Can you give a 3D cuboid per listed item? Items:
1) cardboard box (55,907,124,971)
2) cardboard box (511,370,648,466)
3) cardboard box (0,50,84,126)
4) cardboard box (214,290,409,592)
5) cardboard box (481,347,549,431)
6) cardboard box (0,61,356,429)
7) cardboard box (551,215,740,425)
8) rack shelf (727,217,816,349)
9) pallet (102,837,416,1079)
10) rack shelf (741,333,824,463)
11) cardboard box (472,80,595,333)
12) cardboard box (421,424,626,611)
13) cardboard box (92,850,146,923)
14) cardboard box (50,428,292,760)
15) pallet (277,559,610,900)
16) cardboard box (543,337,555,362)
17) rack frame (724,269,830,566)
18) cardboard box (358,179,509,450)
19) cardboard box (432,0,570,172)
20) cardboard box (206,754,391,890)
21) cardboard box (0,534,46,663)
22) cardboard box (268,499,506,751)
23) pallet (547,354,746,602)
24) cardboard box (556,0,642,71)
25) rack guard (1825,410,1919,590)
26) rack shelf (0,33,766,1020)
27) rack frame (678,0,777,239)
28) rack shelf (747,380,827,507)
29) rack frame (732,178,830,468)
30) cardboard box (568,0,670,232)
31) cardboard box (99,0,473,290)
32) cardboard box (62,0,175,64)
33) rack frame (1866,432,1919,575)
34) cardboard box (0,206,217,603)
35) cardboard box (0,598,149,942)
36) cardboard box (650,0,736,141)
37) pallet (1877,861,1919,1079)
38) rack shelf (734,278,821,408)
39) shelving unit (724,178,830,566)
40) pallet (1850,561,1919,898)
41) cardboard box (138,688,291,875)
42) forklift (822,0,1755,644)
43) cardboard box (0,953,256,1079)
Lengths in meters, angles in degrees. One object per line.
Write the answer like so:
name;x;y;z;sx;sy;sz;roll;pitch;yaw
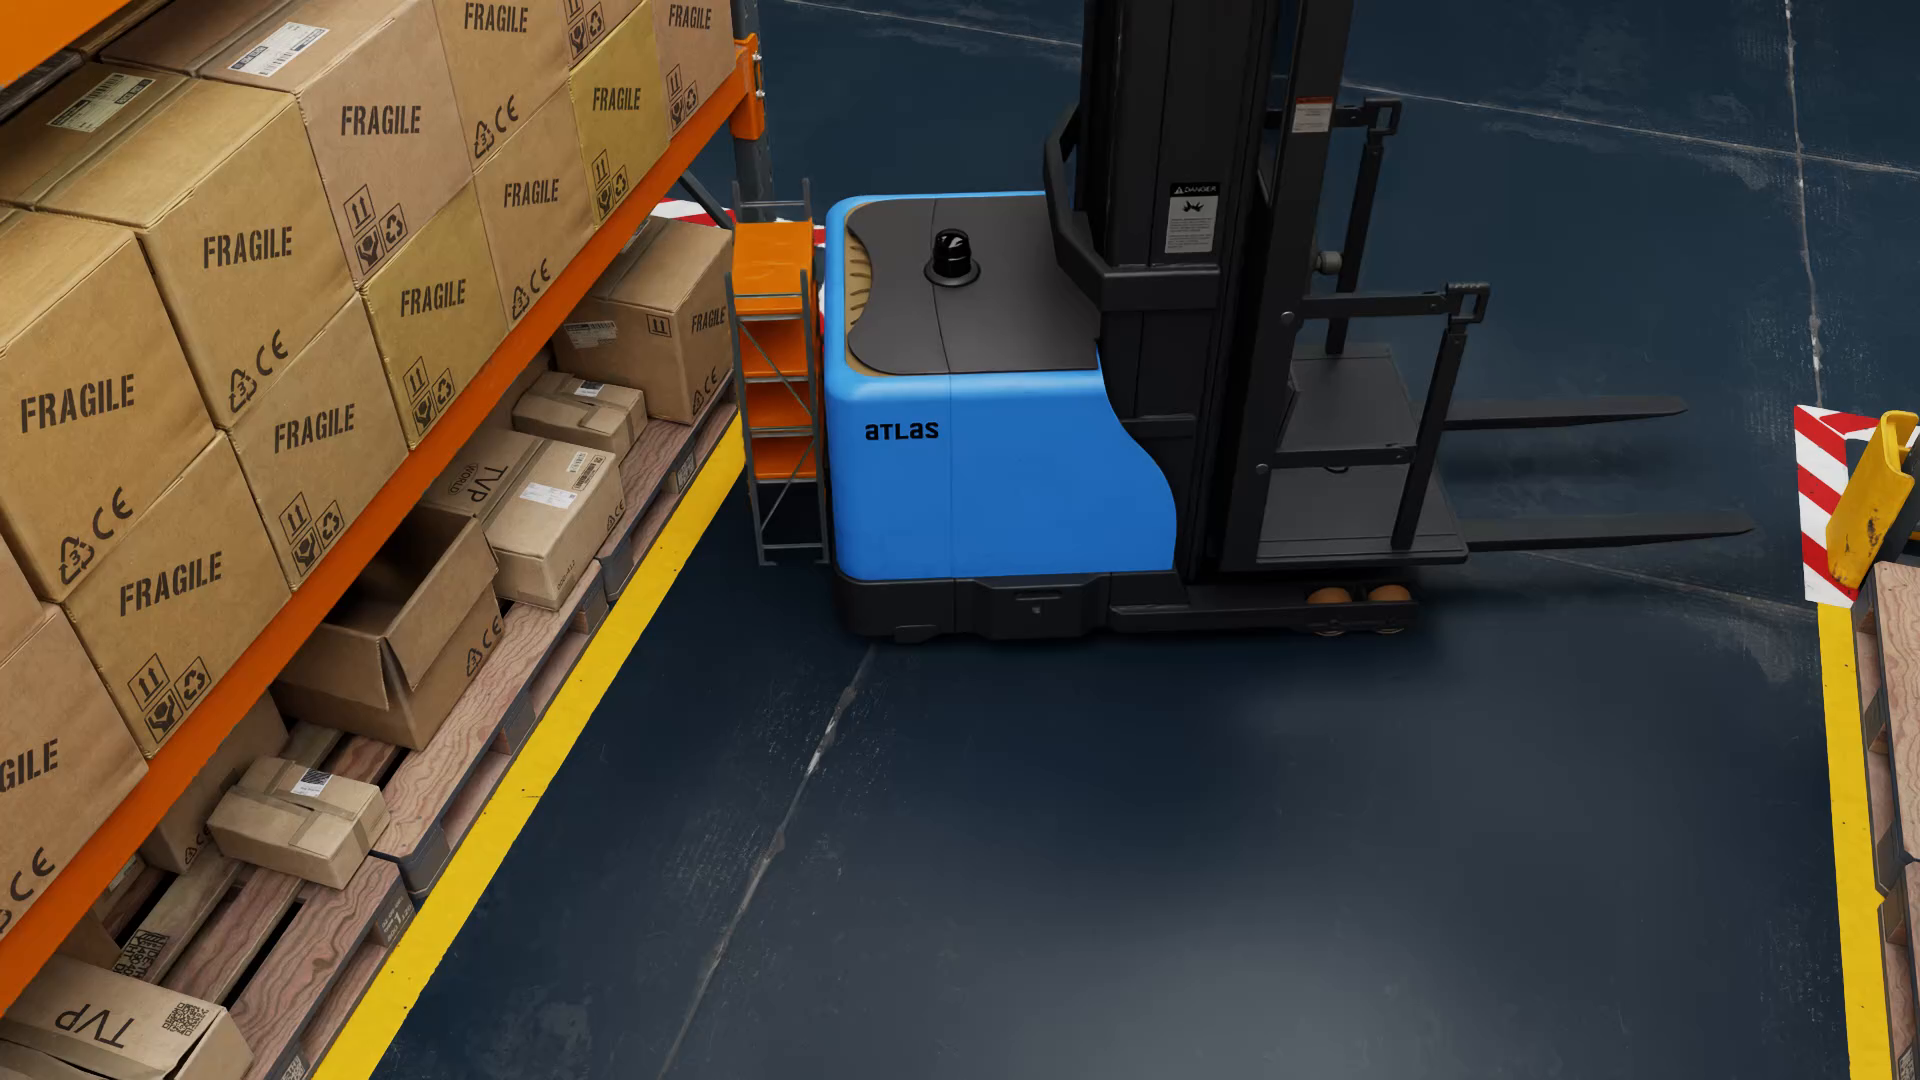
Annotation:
cardboard box;-2.485;1.015;4.041;0.500;0.500;0.500;13;46;13
cardboard box;-1.314;-0.427;5.752;0.380;0.166;0.250;13;46;13
cardboard box;-2.175;-0.744;3.579;0.500;0.500;0.500;13;46;13
cardboard box;-1.667;-0.274;3.814;0.500;0.500;0.500;12;46;12
cardboard box;-1.762;-0.486;5.754;0.500;0.250;0.500;13;46;13
cardboard box;-1.664;-0.615;3.448;0.500;0.500;0.500;11;46;11
cardboard box;-1.106;-0.797;5.892;0.500;0.500;0.500;13;46;13
rack shelf;-0.578;-0.801;5.148;0.258;0.148;0.480;-2;44;-2
pallet;-2.178;1.258;4.314;1.003;0.211;1.213;13;46;13
rack shelf;-0.577;-0.472;5.470;0.258;0.148;0.480;-2;44;-2
cardboard box;-1.362;-0.949;4.504;0.500;0.500;0.500;13;46;13
cardboard box;-1.422;-0.080;5.339;0.500;0.250;0.500;13;46;13
cardboard box;-2.428;0.878;4.432;0.380;0.149;0.250;13;46;13
cardboard box;-1.821;0.059;3.473;0.500;0.500;0.500;13;46;13
pallet;-1.811;0.442;5.147;1.003;0.211;1.213;13;46;13
cardboard box;-1.706;-0.719;6.051;0.380;0.166;0.250;13;46;13
rack frame;-0.564;-0.349;5.249;0.240;1.200;0.015;-2;44;-2
cardboard box;-1.515;-0.613;4.160;0.500;0.500;0.500;12;46;12
cardboard box;-1.353;-1.302;4.150;0.500;0.500;0.500;14;46;14
cardboard box;-1.801;0.762;4.538;0.380;0.166;0.250;13;46;13
cardboard box;-1.976;0.071;2.746;0.500;0.500;0.500;14;46;14
cardboard box;-1.823;0.200;4.871;0.797;0.503;0.637;13;46;13
pallet;-1.439;-0.368;5.976;1.003;0.211;1.213;13;46;13
cardboard box;-1.201;-1.649;4.504;0.500;0.500;0.500;14;46;14
rack guard;3.539;-0.021;5.414;1.175;0.500;0.348;13;46;13
rack shelf;-1.781;-0.357;4.485;1.077;0.370;4.000;13;46;13
rack frame;-1.176;-1.947;5.595;1.000;3.000;0.127;13;46;13
rack shelf;-0.577;-0.330;5.609;0.258;0.148;0.480;-2;44;-2
rack frame;-0.590;-0.690;5.597;0.240;1.200;0.015;-2;44;-2
cardboard box;-1.206;-1.280;4.842;0.500;0.500;0.500;13;46;13
cardboard box;-1.509;-0.960;3.800;0.500;0.500;0.500;14;46;14
cardboard box;-2.022;-1.079;3.922;0.500;0.500;0.500;12;46;12
rack frame;3.544;-0.896;4.521;1.000;3.000;0.127;13;46;13
cardboard box;-1.820;-0.273;3.098;0.500;0.500;0.500;11;45;11
cardboard box;-1.973;0.401;3.124;0.500;0.500;0.500;14;46;14
cardboard box;-1.052;-1.627;5.196;0.500;0.500;0.500;14;46;14
pallet;2.886;1.453;4.114;1.003;0.211;1.213;13;46;13
rack shelf;-0.577;-0.632;5.314;0.258;0.148;0.480;-2;44;-2
shelving unit;-0.577;-0.520;5.423;0.258;1.200;0.503;-2;44;-2
pallet;3.257;0.642;4.943;1.003;0.211;1.213;13;46;13
cardboard box;-2.258;0.583;4.618;0.500;0.311;0.500;13;46;13
forklift;1.091;-1.105;4.784;3.031;2.935;1.130;-2;44;-2
cardboard box;-2.054;1.289;3.896;0.500;0.311;0.500;13;46;13
